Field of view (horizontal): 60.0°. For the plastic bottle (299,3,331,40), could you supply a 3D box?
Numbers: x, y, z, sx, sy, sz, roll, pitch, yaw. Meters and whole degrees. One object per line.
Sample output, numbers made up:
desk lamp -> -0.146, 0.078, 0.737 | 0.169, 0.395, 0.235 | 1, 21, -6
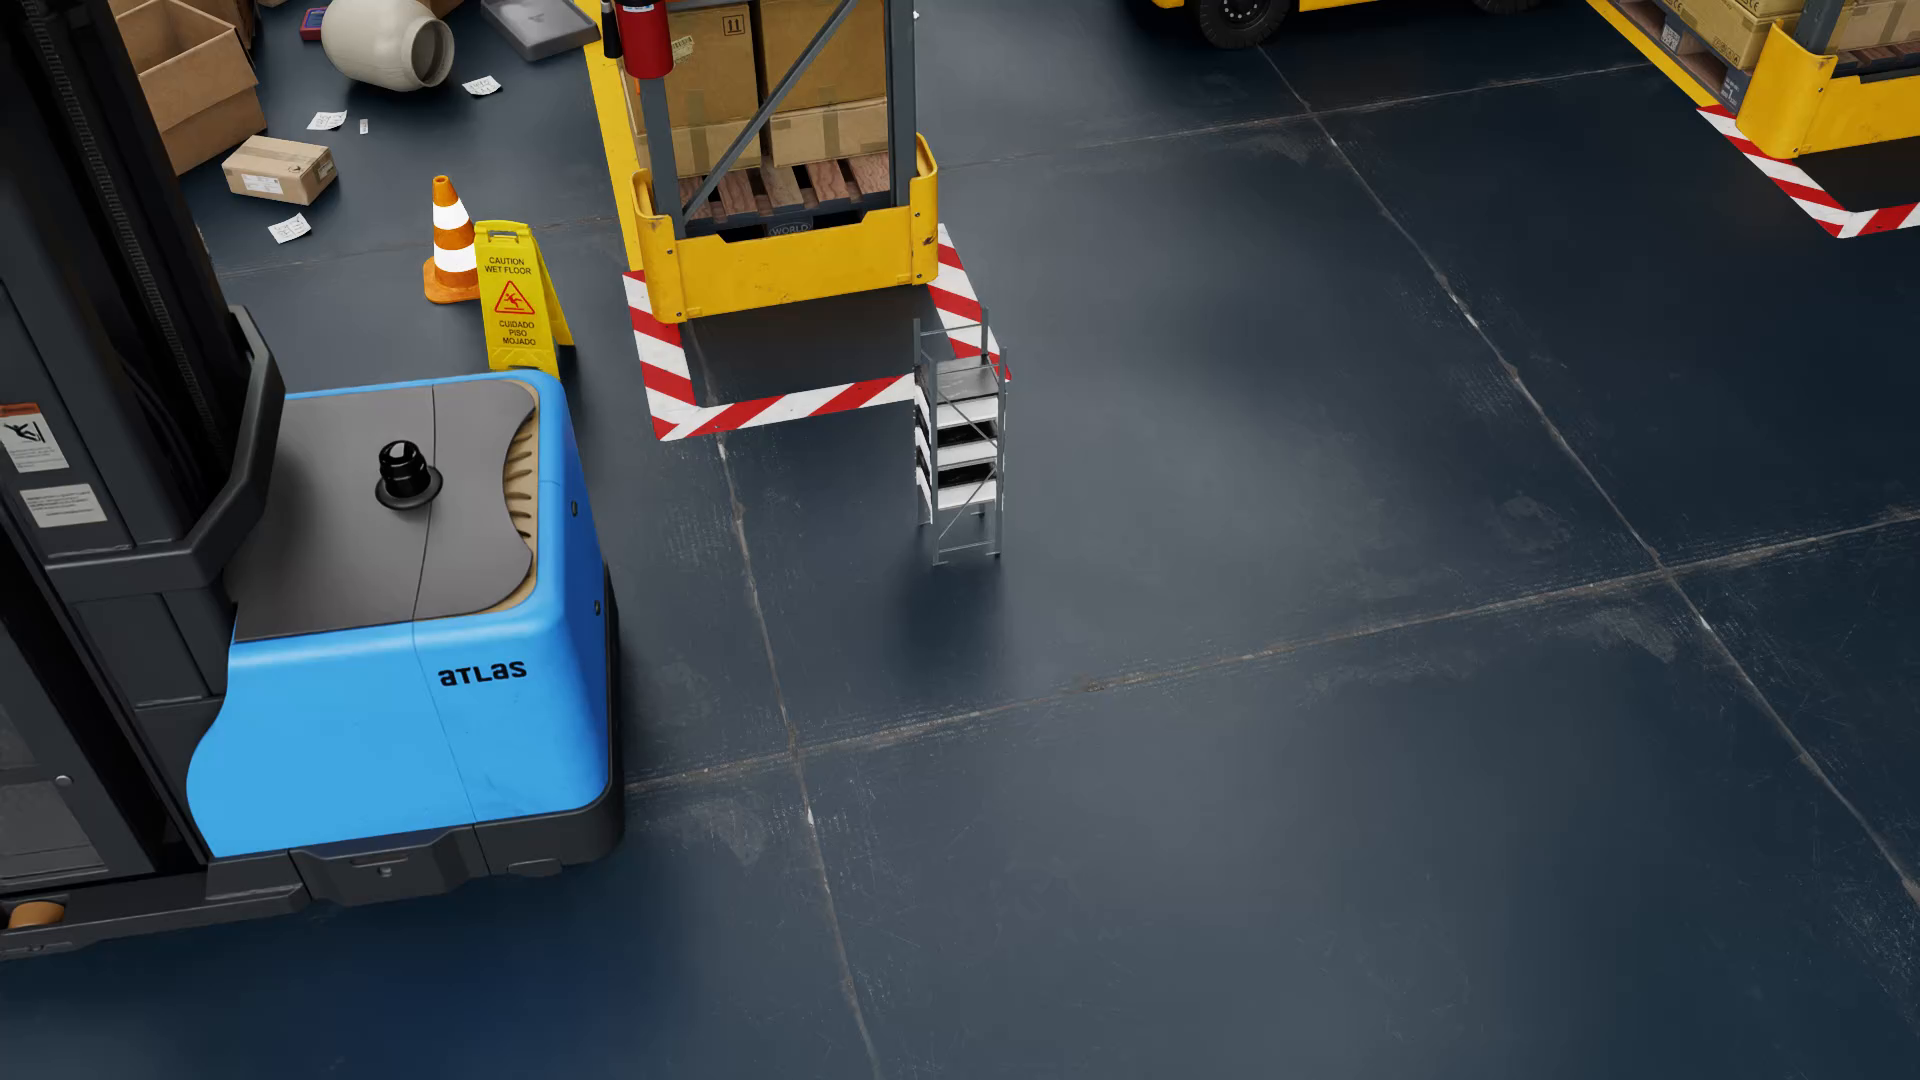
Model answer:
plastic bottle -> -3.170, -2.569, 8.224 | 0.133, 0.061, 0.283 | -3, 46, -3

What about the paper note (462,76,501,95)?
paper note -> -2.249, -2.142, 7.828 | 0.142, 0.019, 0.148 | -26, 51, -24

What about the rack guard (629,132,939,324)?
rack guard -> -0.683, -1.247, 6.622 | 1.175, 0.500, 0.348 | -11, 47, -10

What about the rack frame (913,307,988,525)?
rack frame -> -0.028, -0.391, 5.503 | 0.240, 0.900, 0.006 | -11, 47, -10

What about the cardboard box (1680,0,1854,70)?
cardboard box -> 3.708, -2.431, 7.663 | 0.500, 0.250, 0.500 | -10, 46, -10

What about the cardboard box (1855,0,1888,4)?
cardboard box -> 4.214, -2.702, 7.579 | 0.500, 0.250, 0.500 | -10, 46, -10

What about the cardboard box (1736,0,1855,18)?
cardboard box -> 3.707, -2.618, 7.497 | 0.500, 0.250, 0.500 | -11, 47, -11

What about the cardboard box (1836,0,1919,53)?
cardboard box -> 4.197, -2.539, 7.769 | 0.500, 0.250, 0.500 | -11, 47, -10

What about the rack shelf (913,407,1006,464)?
rack shelf -> -0.002, -0.360, 5.394 | 0.258, 0.077, 0.200 | -11, 47, -10

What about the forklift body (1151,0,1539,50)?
forklift body -> 1.885, -3.658, 7.829 | 2.313, 2.155, 1.214 | -11, 47, -10

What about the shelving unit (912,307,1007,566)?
shelving unit -> -0.002, -0.321, 5.434 | 0.258, 0.900, 0.210 | -11, 47, -10

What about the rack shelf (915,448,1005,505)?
rack shelf -> -0.002, -0.234, 5.522 | 0.258, 0.077, 0.200 | -11, 47, -10

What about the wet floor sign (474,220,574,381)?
wet floor sign -> -1.649, -0.919, 6.198 | 0.267, 0.644, 0.232 | 4, 46, 4

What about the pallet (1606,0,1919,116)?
pallet -> 3.898, -2.524, 8.076 | 1.003, 0.211, 1.213 | -11, 47, -10

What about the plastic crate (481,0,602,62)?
plastic crate -> -2.078, -2.575, 8.218 | 0.402, 0.080, 0.583 | -26, 51, -24

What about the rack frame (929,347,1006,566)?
rack frame -> 0.024, -0.250, 5.365 | 0.240, 0.900, 0.006 | -11, 47, -10

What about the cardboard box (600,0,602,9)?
cardboard box -> -1.395, -2.482, 7.714 | 0.500, 0.250, 0.500 | -12, 47, -12

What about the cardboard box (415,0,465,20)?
cardboard box -> -2.728, -2.968, 8.307 | 0.500, 0.500, 0.500 | 19, 48, 17

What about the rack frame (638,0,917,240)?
rack frame -> -0.663, -2.069, 5.678 | 1.000, 3.000, 0.127 | -11, 47, -10

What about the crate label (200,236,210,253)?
crate label -> -3.268, -1.222, 6.852 | 0.250, 0.136, 0.298 | -35, 55, -30

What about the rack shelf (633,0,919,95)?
rack shelf -> -1.175, -3.198, 7.288 | 1.077, 0.370, 4.000 | -11, 47, -10

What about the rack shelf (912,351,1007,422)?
rack shelf -> -0.002, -0.486, 5.265 | 0.258, 0.077, 0.200 | -11, 47, -10

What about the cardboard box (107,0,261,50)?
cardboard box -> -3.808, -2.637, 7.887 | 0.797, 0.637, 0.503 | -11, 47, -10

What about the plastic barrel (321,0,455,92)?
plastic barrel -> -2.656, -2.317, 7.724 | 0.512, 0.421, 0.421 | 19, 48, 17

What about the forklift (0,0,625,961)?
forklift -> -2.537, -0.259, 3.951 | 3.031, 2.935, 1.130 | -7, 46, -7

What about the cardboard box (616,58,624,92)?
cardboard box -> -1.255, -2.122, 7.360 | 0.500, 0.250, 0.500 | -11, 47, -10

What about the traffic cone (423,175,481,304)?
traffic cone -> -2.020, -1.242, 6.644 | 0.336, 0.463, 0.334 | -11, 47, -10

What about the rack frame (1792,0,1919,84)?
rack frame -> 4.134, -2.980, 6.570 | 1.000, 3.000, 0.127 | -11, 47, -10

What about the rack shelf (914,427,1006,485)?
rack shelf -> -0.002, -0.297, 5.458 | 0.258, 0.077, 0.200 | -11, 47, -10

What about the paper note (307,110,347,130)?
paper note -> -2.902, -1.929, 7.627 | 0.148, 0.019, 0.142 | 4, 46, 4

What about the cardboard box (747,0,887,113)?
cardboard box -> -0.609, -2.140, 6.853 | 0.500, 0.500, 0.500 | -12, 47, -12

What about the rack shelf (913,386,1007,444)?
rack shelf -> -0.002, -0.423, 5.329 | 0.258, 0.077, 0.200 | -11, 47, -10

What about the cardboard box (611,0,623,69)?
cardboard box -> -1.257, -2.382, 7.090 | 0.500, 0.500, 0.500 | -9, 46, -9

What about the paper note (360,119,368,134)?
paper note -> -2.723, -1.890, 7.595 | 0.032, 0.001, 0.123 | -11, 47, -10

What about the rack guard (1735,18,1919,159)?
rack guard -> 4.140, -2.088, 7.446 | 1.175, 0.500, 0.348 | -11, 47, -10

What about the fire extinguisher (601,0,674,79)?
fire extinguisher -> -1.080, -1.879, 5.545 | 0.296, 0.674, 0.183 | -11, 47, -10

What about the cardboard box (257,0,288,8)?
cardboard box -> -3.554, -2.919, 8.425 | 0.396, 0.266, 0.258 | 27, 51, 24

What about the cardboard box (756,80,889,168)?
cardboard box -> -0.603, -1.861, 7.105 | 0.500, 0.250, 0.500 | -11, 47, -11

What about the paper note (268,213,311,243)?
paper note -> -2.830, -1.319, 7.021 | 0.148, 0.019, 0.142 | -26, 51, -24

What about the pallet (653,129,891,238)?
pallet -> -0.857, -1.713, 7.281 | 1.003, 0.211, 1.213 | -11, 47, -10

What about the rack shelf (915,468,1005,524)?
rack shelf -> -0.002, -0.171, 5.586 | 0.258, 0.077, 0.200 | -11, 47, -10

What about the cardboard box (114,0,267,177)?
cardboard box -> -3.560, -1.945, 7.304 | 0.637, 0.503, 0.797 | 27, 51, 24

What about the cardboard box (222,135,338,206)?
cardboard box -> -2.951, -1.607, 7.220 | 0.380, 0.149, 0.250 | 11, 47, 11

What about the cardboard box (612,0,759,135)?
cardboard box -> -1.121, -2.022, 6.737 | 0.500, 0.500, 0.500 | -10, 46, -10

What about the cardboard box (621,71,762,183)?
cardboard box -> -1.137, -1.779, 7.025 | 0.500, 0.250, 0.500 | -11, 47, -11

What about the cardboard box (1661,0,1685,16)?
cardboard box -> 3.590, -2.776, 8.001 | 0.500, 0.250, 0.500 | -11, 47, -10
